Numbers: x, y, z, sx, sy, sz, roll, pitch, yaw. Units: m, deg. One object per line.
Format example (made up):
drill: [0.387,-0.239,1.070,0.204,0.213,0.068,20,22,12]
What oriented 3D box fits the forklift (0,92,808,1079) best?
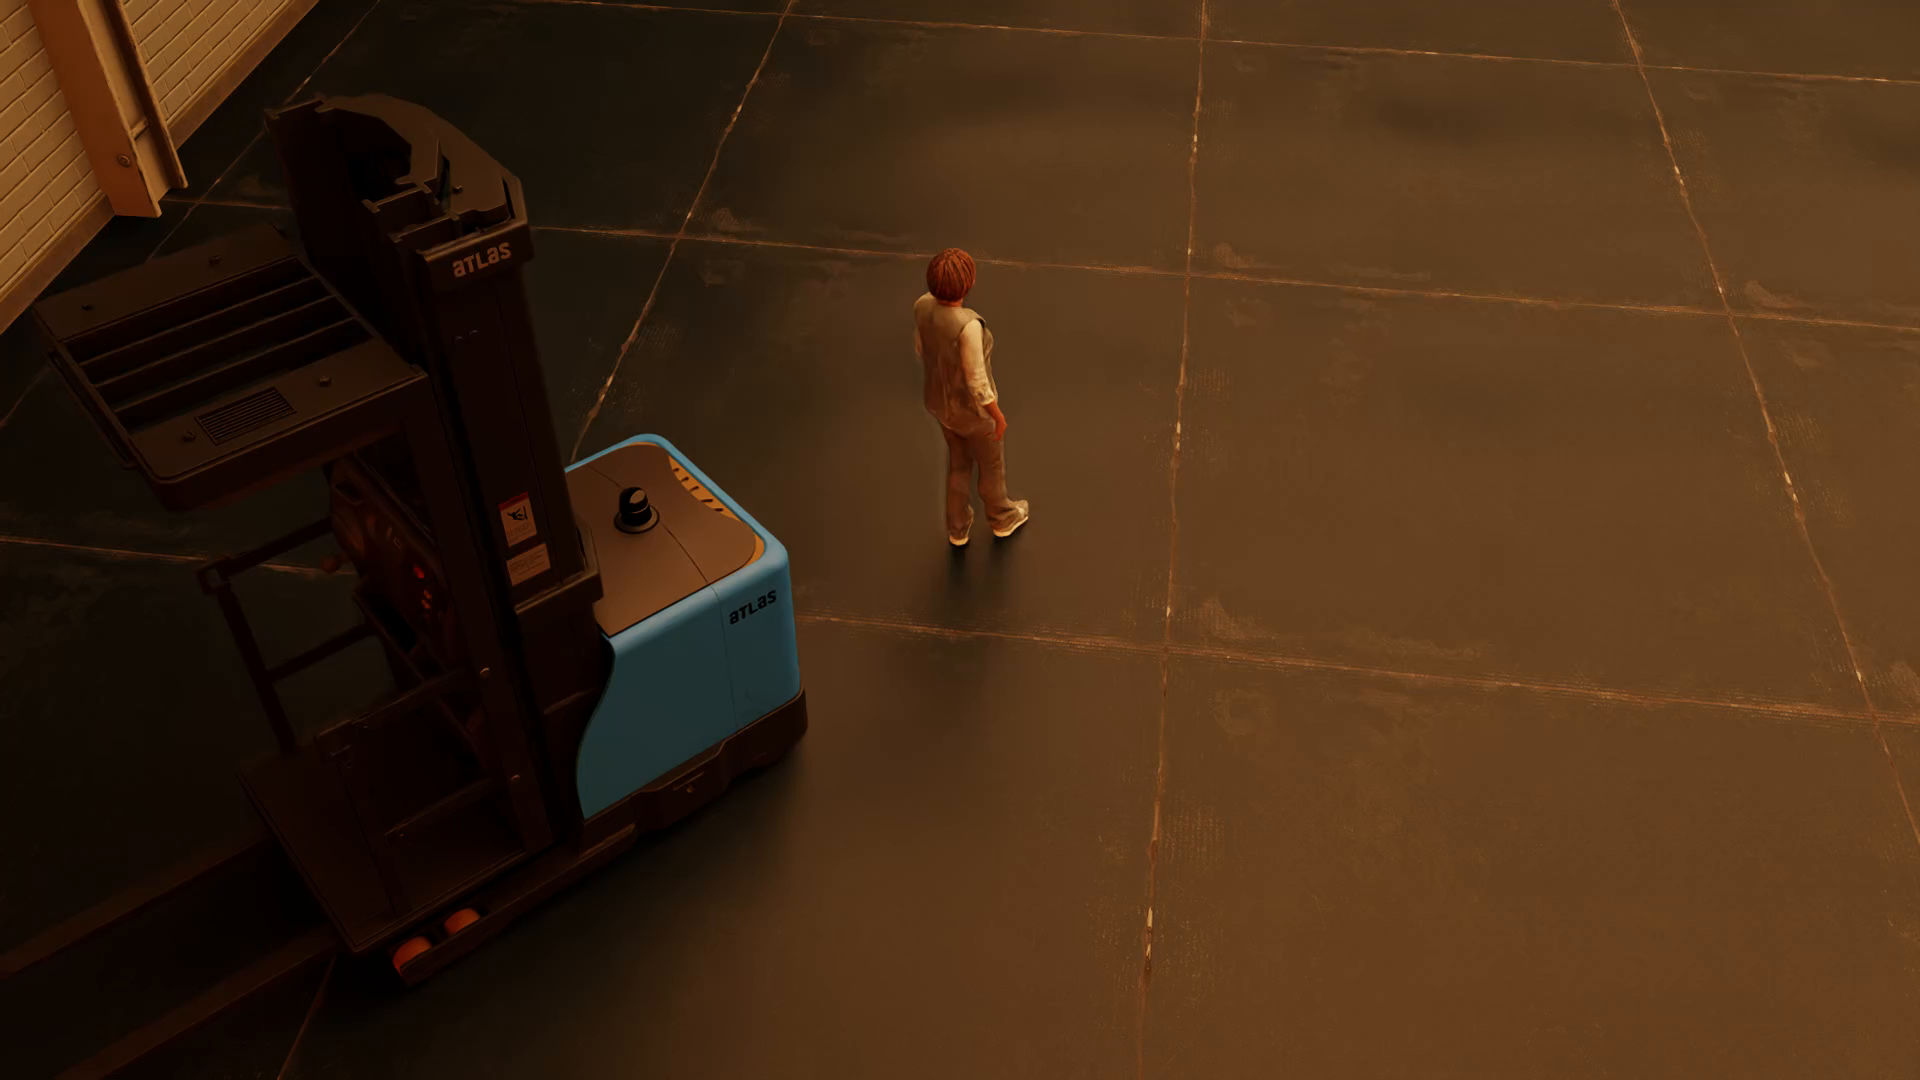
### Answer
forklift: [-2.093,0.138,5.575,3.031,2.935,1.130,-29,50,-28]

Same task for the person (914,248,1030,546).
person: [0.092,-0.646,7.418,0.542,1.597,0.499,-28,49,-27]
